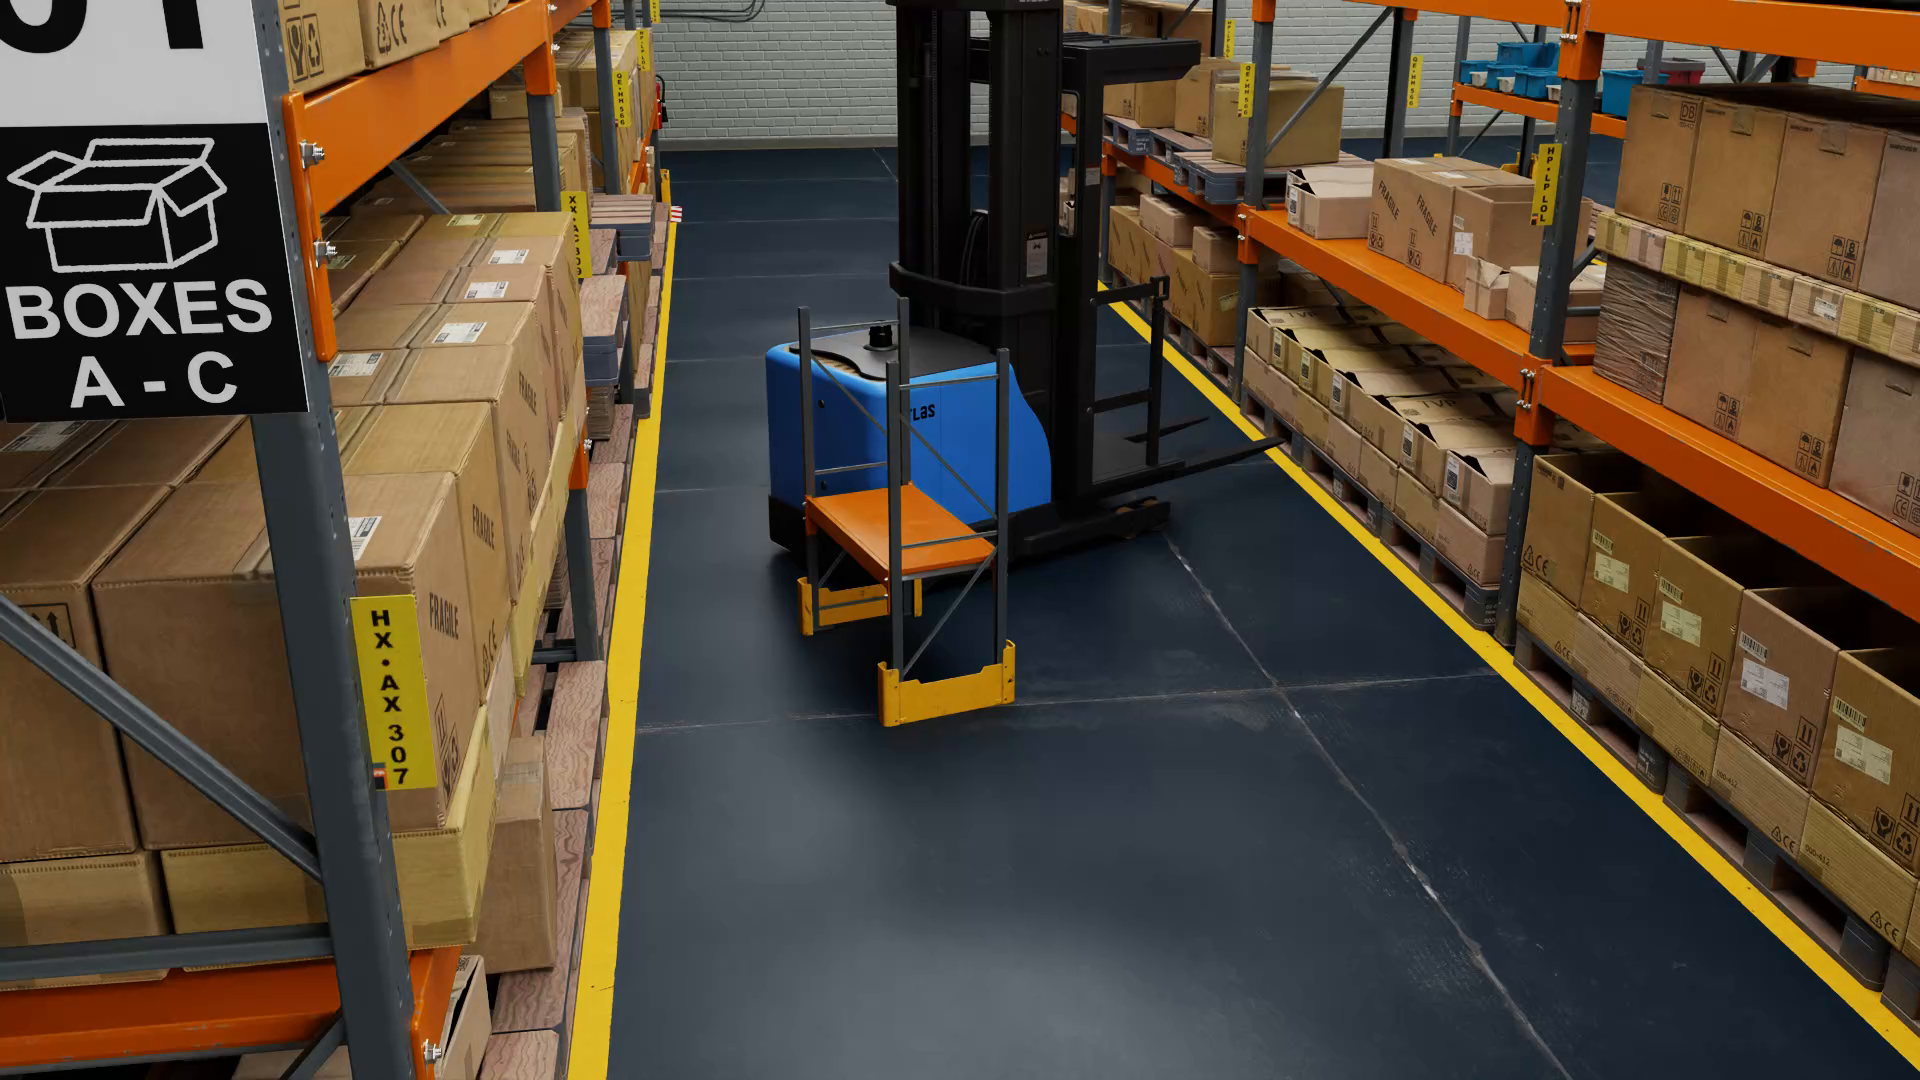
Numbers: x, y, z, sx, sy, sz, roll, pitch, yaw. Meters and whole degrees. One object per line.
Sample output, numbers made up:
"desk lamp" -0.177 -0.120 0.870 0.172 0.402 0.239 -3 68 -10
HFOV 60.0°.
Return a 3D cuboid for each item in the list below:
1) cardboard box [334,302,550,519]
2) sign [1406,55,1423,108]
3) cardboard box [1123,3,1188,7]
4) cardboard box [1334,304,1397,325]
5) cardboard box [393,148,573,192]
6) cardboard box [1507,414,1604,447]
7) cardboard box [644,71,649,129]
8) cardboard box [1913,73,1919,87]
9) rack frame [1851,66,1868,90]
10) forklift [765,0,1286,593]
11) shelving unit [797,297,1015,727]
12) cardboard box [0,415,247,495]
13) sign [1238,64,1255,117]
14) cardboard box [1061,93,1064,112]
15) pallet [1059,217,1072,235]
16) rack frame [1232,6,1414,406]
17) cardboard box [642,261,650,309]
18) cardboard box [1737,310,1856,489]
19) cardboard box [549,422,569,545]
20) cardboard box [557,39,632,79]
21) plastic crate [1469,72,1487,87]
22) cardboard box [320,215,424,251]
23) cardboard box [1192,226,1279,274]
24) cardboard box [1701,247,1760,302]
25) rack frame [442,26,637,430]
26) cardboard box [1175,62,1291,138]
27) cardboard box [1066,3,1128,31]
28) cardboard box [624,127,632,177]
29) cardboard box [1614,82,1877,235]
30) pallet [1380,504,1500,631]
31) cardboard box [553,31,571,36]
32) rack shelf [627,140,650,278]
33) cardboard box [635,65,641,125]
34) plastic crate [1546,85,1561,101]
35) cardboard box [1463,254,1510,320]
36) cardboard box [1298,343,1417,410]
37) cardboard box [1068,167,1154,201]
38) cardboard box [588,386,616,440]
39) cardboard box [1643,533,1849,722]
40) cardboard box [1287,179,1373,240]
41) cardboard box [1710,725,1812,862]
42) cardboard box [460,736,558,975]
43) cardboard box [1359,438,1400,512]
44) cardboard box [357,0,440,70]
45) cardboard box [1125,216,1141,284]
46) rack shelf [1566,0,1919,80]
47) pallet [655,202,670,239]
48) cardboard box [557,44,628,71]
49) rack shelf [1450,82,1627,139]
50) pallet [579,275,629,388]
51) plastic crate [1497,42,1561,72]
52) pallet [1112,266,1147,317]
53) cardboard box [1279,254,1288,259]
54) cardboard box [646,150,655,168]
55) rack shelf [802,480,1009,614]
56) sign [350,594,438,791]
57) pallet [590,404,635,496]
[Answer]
"cardboard box" -1.396 -0.329 4.424 0.500 0.500 0.500 -2 21 -6
"sign" 2.888 -2.922 10.597 0.100 0.325 0.005 -3 21 -8
"cardboard box" 1.825 -4.784 15.667 0.500 0.500 0.500 -4 21 -9
"cardboard box" 2.658 -1.353 10.579 0.500 0.311 0.500 -2 21 -6
"cardboard box" -2.225 -1.565 7.848 0.700 0.500 0.500 0 20 0
"cardboard box" 3.036 -0.466 8.205 0.500 0.311 0.500 -3 21 -8
"cardboard box" -3.301 -4.066 14.887 0.980 0.700 0.700 -3 21 -9
"cardboard box" 10.828 -5.094 18.426 0.380 0.149 0.250 -3 21 -9
"rack frame" 10.989 -5.619 19.472 1.000 3.000 0.127 -3 21 -8
"forklift" 0.496 -1.509 8.568 3.031 2.935 1.130 -15 25 -35
"shelving unit" -0.254 -0.162 7.005 0.587 1.500 1.083 -9 22 -22
"cardboard box" -1.750 0.053 3.401 0.500 0.500 0.500 -3 21 -7
"sign" 1.803 -2.825 10.451 0.100 0.325 0.005 -3 21 -8
"cardboard box" 1.208 -4.475 16.267 0.500 0.500 0.500 -3 21 -7
"pallet" 1.485 -3.090 16.688 1.003 0.211 1.213 -3 21 -8
"rack frame" 2.339 -2.350 10.722 1.000 3.000 0.127 -3 21 -8
"cardboard box" -2.786 -2.148 12.652 0.750 0.750 0.750 -2 21 -6
"cardboard box" 3.137 -0.503 5.632 0.700 0.500 0.500 -3 21 -7
"cardboard box" -1.466 -0.158 5.039 0.500 0.250 0.500 -3 21 -8
"cardboard box" -2.681 -3.528 12.207 0.500 0.250 0.500 -3 21 -7
"plastic crate" 5.762 -5.056 18.257 0.250 0.136 0.298 -3 21 -8
"cardboard box" -2.125 -0.831 5.769 0.500 0.500 0.500 -3 21 -9
"cardboard box" 1.960 -2.068 11.838 0.500 0.250 0.500 -2 21 -6
"cardboard box" 2.877 -0.946 5.893 0.380 0.149 0.250 -3 21 -8
"rack frame" -2.562 -2.099 10.049 1.000 3.000 0.127 -3 21 -8
"cardboard box" 2.078 -3.370 12.709 0.700 0.500 0.500 -8 22 -21
"cardboard box" 1.284 -4.764 15.613 0.500 0.500 0.500 -3 21 -7
"cardboard box" -2.445 -2.658 10.948 0.500 0.500 0.500 -2 21 -6
"cardboard box" 2.986 -1.467 6.359 0.700 0.500 0.500 -3 21 -7
"pallet" 2.771 0.088 8.179 1.003 0.211 1.213 -3 21 -8
"cardboard box" -3.330 -3.859 13.092 0.500 0.250 0.500 -2 21 -6
"rack shelf" -2.851 -2.455 12.029 1.077 0.370 4.000 -3 21 -8
"cardboard box" -2.823 -3.533 13.291 0.500 0.500 0.500 -3 21 -9
"plastic crate" 6.116 -4.476 16.705 0.293 0.136 0.466 -3 21 -8
"cardboard box" 2.607 -1.198 7.828 0.396 0.266 0.258 -3 21 -9
"cardboard box" 2.279 -0.967 9.547 0.500 0.311 0.500 -3 21 -9
"cardboard box" 1.487 -3.422 16.531 0.797 0.503 0.637 -3 21 -8
"cardboard box" -2.407 -0.888 9.749 0.700 0.500 0.500 -3 21 -7
"cardboard box" 2.817 0.297 5.891 0.500 0.500 0.500 -3 21 -8
"cardboard box" 2.276 -1.989 9.882 0.500 0.311 0.500 -3 21 -8
"cardboard box" 2.895 0.821 5.559 0.500 0.250 0.500 -3 21 -8
"cardboard box" -1.558 0.938 4.863 0.700 0.500 0.500 -4 21 -11
"cardboard box" 2.424 -0.355 8.710 0.500 0.250 0.500 -2 21 -7
"cardboard box" -1.252 -1.107 2.934 0.500 0.500 0.500 -2 21 -4
"cardboard box" 1.679 -2.406 13.816 0.500 0.500 0.500 -3 21 -7
"rack shelf" 3.204 -1.341 4.761 1.077 0.370 4.000 -3 21 -8
"pallet" -3.523 -3.290 17.223 1.003 0.211 1.213 -3 21 -8
"cardboard box" -2.607 -3.352 11.734 0.500 0.250 0.500 -3 21 -9
"rack shelf" 6.376 -4.339 17.075 1.077 0.370 4.000 -3 21 -8
"pallet" -1.952 -0.896 7.103 1.003 0.211 1.213 -3 21 -8
"plastic crate" 6.321 -5.307 18.501 0.616 0.435 0.499 -3 21 -8
"pallet" 1.917 -2.149 14.169 1.003 0.211 1.213 -3 21 -8
"cardboard box" 2.408 -1.912 12.493 0.500 0.500 0.500 -3 21 -8
"cardboard box" -3.279 -3.838 16.749 0.380 0.149 0.250 -2 21 -6
"rack shelf" -0.251 0.010 7.060 0.538 0.185 1.000 -9 22 -22
"sign" -0.872 0.238 2.555 0.100 0.325 0.005 -3 21 -8
"pallet" -2.451 -0.522 9.813 1.003 0.211 1.213 -3 21 -8
